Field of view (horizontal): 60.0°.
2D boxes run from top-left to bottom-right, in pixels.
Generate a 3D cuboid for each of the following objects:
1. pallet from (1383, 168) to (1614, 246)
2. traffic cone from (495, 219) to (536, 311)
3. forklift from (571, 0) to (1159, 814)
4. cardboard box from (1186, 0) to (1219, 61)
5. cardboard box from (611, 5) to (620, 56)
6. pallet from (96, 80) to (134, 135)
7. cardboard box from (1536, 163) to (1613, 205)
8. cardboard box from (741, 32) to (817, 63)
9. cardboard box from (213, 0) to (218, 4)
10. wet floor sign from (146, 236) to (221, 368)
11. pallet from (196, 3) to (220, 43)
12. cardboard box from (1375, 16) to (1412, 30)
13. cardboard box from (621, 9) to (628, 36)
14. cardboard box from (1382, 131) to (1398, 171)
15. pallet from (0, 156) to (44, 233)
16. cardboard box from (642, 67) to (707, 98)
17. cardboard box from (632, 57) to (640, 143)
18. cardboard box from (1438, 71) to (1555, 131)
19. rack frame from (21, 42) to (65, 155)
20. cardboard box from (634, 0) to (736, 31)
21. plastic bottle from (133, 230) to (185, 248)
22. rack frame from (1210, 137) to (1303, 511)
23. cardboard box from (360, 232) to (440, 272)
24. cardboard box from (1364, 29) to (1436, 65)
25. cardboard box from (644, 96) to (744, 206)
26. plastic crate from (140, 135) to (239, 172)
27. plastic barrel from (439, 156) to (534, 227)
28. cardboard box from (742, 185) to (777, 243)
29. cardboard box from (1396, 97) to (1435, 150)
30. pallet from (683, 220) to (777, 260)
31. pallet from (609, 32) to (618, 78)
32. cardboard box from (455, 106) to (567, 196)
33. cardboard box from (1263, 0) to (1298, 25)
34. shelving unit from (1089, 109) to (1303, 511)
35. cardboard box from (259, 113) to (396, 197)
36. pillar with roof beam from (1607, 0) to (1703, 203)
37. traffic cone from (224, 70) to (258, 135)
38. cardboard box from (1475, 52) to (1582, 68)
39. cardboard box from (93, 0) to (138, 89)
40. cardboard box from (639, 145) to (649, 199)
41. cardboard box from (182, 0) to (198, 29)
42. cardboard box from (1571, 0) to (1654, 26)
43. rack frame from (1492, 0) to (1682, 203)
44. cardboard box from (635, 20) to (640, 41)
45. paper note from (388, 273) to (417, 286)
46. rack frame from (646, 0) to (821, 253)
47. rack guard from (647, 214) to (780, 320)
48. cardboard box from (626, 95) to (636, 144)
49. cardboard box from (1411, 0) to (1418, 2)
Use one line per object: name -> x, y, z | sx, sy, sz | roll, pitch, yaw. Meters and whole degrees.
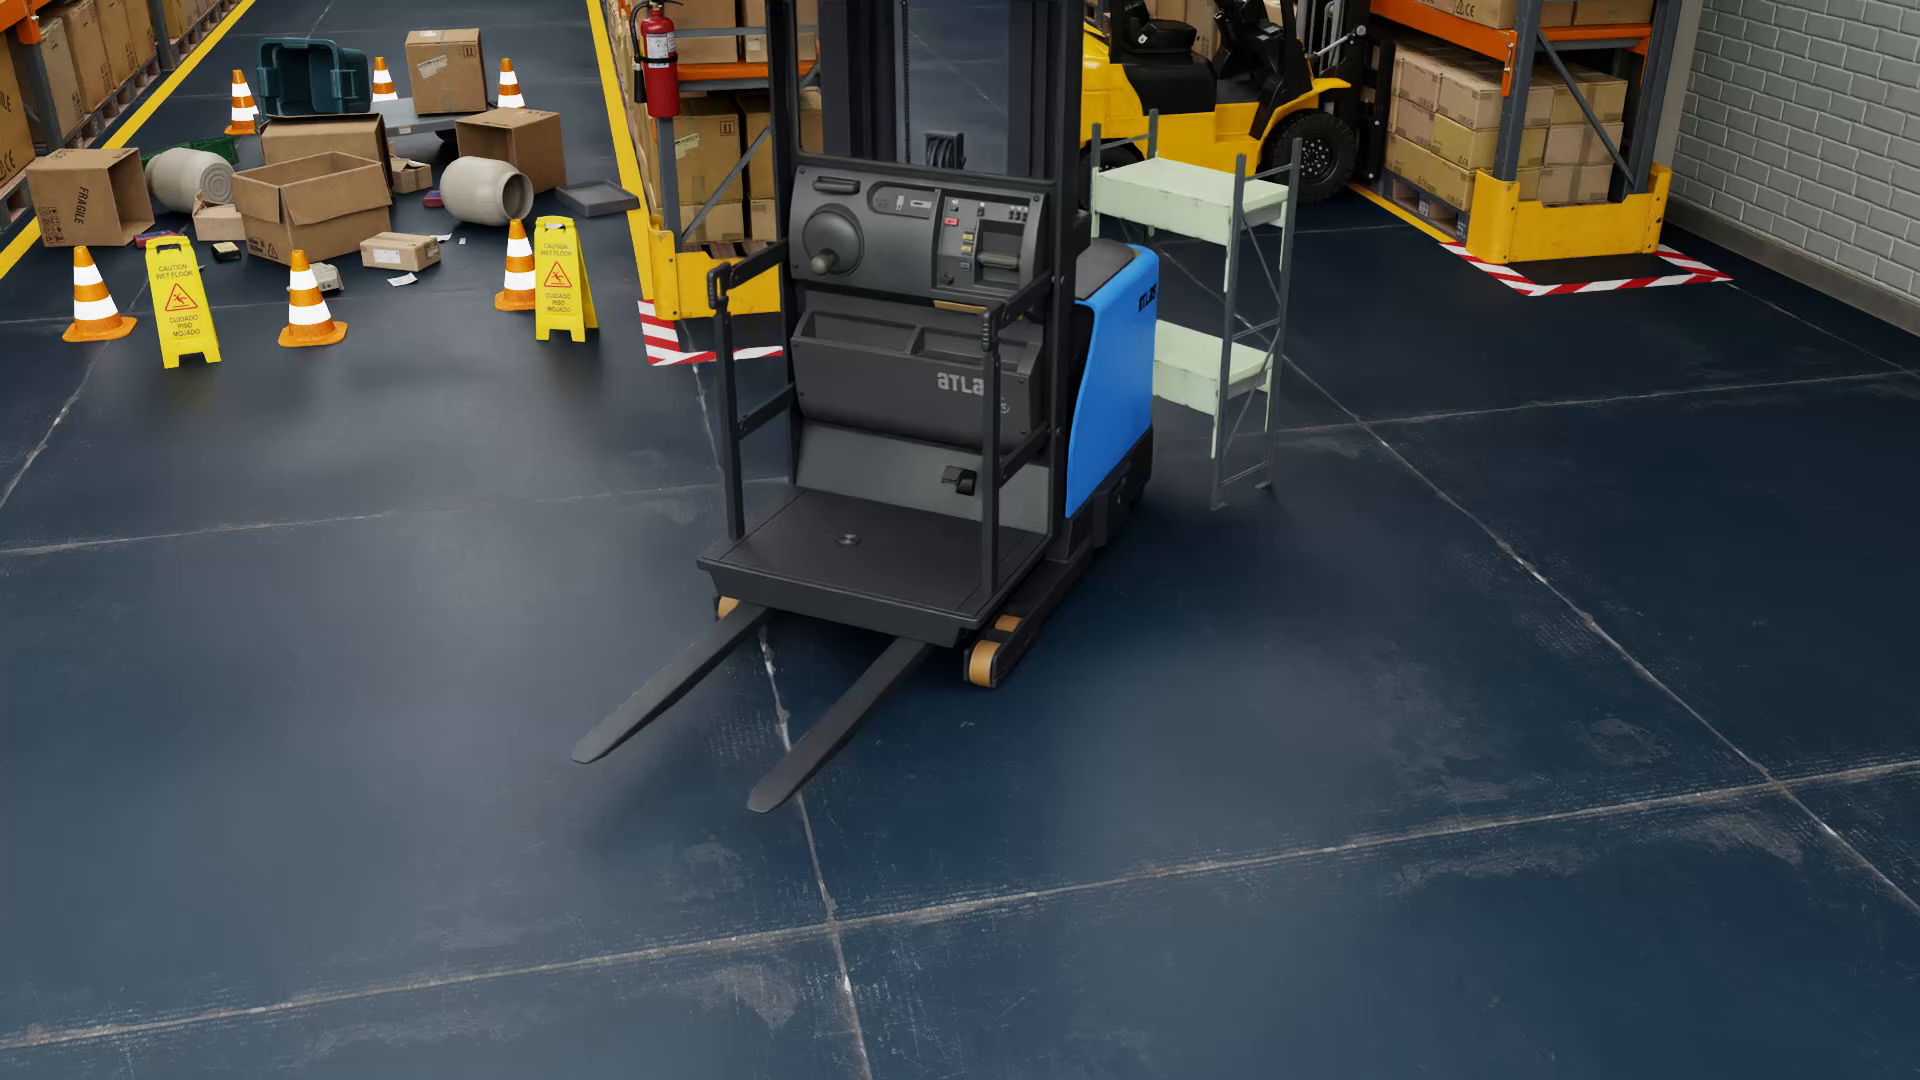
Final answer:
pallet -> 3.510, -2.234, 10.942 | 1.003, 0.211, 1.213 | -6, 27, -12
traffic cone -> -2.466, -1.567, 9.342 | 0.336, 0.463, 0.334 | -6, 27, -12
forklift -> -0.243, -1.019, 5.515 | 1.130, 2.935, 3.031 | 11, 29, 21
cardboard box -> 2.525, -4.600, 14.705 | 0.875, 0.625, 0.625 | -6, 27, -12
cardboard box -> -2.624, -4.596, 14.978 | 0.950, 0.372, 0.625 | -6, 27, -13
pallet -> -7.340, -3.474, 13.398 | 1.003, 0.211, 1.213 | -6, 27, -12
cardboard box -> 3.803, -2.343, 10.649 | 0.500, 0.250, 0.500 | -6, 27, -11
cardboard box -> -0.987, -2.700, 9.049 | 0.380, 0.149, 0.250 | -6, 27, -11
cardboard box -> -8.089, -5.910, 17.438 | 0.500, 0.500, 0.500 | -7, 28, -13
wet floor sign -> -3.977, -1.232, 8.475 | 0.267, 0.644, 0.232 | -11, 29, -20
pallet -> -8.161, -5.240, 16.897 | 1.003, 0.211, 1.213 | -6, 27, -12
cardboard box -> 3.350, -3.669, 12.167 | 0.500, 0.250, 0.500 | -6, 27, -11
cardboard box -> -2.174, -3.635, 11.656 | 0.380, 0.149, 0.250 | -6, 27, -11
cardboard box -> 3.102, -2.722, 11.399 | 0.500, 0.250, 0.500 | -6, 27, -11
pallet -> -6.719, -2.264, 11.002 | 1.003, 0.211, 1.213 | -6, 27, -12
cardboard box -> -1.695, -2.706, 9.815 | 0.380, 0.149, 0.250 | -5, 27, -10
cardboard box -> -1.897, -2.945, 11.009 | 0.500, 0.500, 0.500 | -5, 27, -9
cardboard box -> 3.315, -2.725, 10.295 | 0.500, 0.250, 0.500 | -5, 27, -10
rack frame -> -6.814, -3.851, 11.051 | 1.000, 3.000, 0.127 | -6, 27, -12
cardboard box -> -1.503, -3.030, 8.983 | 0.500, 0.500, 0.500 | -6, 27, -13
plastic bottle -> -5.021, -1.893, 10.433 | 0.283, 0.061, 0.133 | -16, 31, -29
rack frame -> 1.202, -0.856, 6.781 | 0.400, 1.500, 0.023 | -24, 35, -39
cardboard box -> -3.376, -1.739, 10.031 | 0.380, 0.149, 0.250 | 8, 28, 15
cardboard box -> 2.964, -3.392, 11.617 | 0.500, 0.250, 0.500 | -7, 28, -13
cardboard box -> -1.547, -2.262, 9.656 | 0.500, 0.500, 0.500 | -6, 27, -11
plastic crate -> -5.498, -2.678, 11.784 | 0.450, 0.188, 0.662 | -2, 25, 20
plastic barrel -> -3.053, -2.245, 10.728 | 0.512, 0.421, 0.421 | 13, 30, 24
cardboard box -> -1.025, -1.984, 9.938 | 0.500, 0.250, 0.500 | -6, 27, -12
cardboard box -> 3.206, -2.734, 10.869 | 0.500, 0.250, 0.500 | -6, 27, -12
pallet -> -1.278, -1.791, 10.064 | 1.003, 0.211, 1.213 | -6, 27, -12
pallet -> -2.741, -4.566, 15.562 | 1.003, 0.211, 1.213 | -6, 27, -12
cardboard box -> -3.098, -2.675, 11.492 | 0.500, 0.500, 0.500 | 13, 30, 24
cardboard box -> 2.625, -4.066, 12.952 | 0.500, 0.250, 0.500 | -6, 27, -12
shelving unit -> 0.946, -0.974, 7.015 | 0.431, 1.500, 0.755 | -24, 35, -39
cardboard box -> -4.194, -2.512, 11.018 | 0.797, 0.637, 0.503 | -6, 27, -12
pillar with roof beam -> 0.250, -5.786, 8.226 | 9.100, 9.000, 0.400 | -6, 27, -12
traffic cone -> -5.645, -3.461, 13.093 | 0.336, 0.463, 0.334 | -6, 27, -12
cardboard box -> 3.683, -3.003, 10.847 | 0.500, 0.250, 0.500 | -6, 27, -12
cardboard box -> -7.465, -4.130, 13.635 | 1.050, 0.750, 0.750 | -6, 27, -11
cardboard box -> -1.789, -2.387, 10.736 | 0.500, 0.250, 0.500 | -7, 28, -13
cardboard box -> -7.743, -5.235, 16.102 | 0.500, 0.500, 0.500 | -6, 27, -11
cardboard box -> 3.882, -3.438, 10.122 | 0.500, 0.500, 0.500 | -5, 27, -10
rack frame -> 3.723, -3.148, 9.657 | 1.000, 3.000, 0.127 | -6, 27, -12
cardboard box -> -1.695, -2.997, 9.637 | 0.380, 0.149, 0.250 | -5, 27, -11
paper note -> -3.265, -1.529, 9.746 | 0.148, 0.019, 0.142 | -16, 31, -29
rack frame -> -1.112, -2.642, 8.656 | 1.000, 3.000, 0.127 | -6, 27, -12
rack guard -> -1.130, -1.559, 9.285 | 1.175, 0.500, 0.348 | -6, 27, -12
cardboard box -> -2.144, -3.072, 12.092 | 0.500, 0.250, 0.500 | -7, 28, -14
cardboard box -> 3.132, -3.835, 10.909 | 0.500, 0.500, 0.500 | -6, 27, -13
